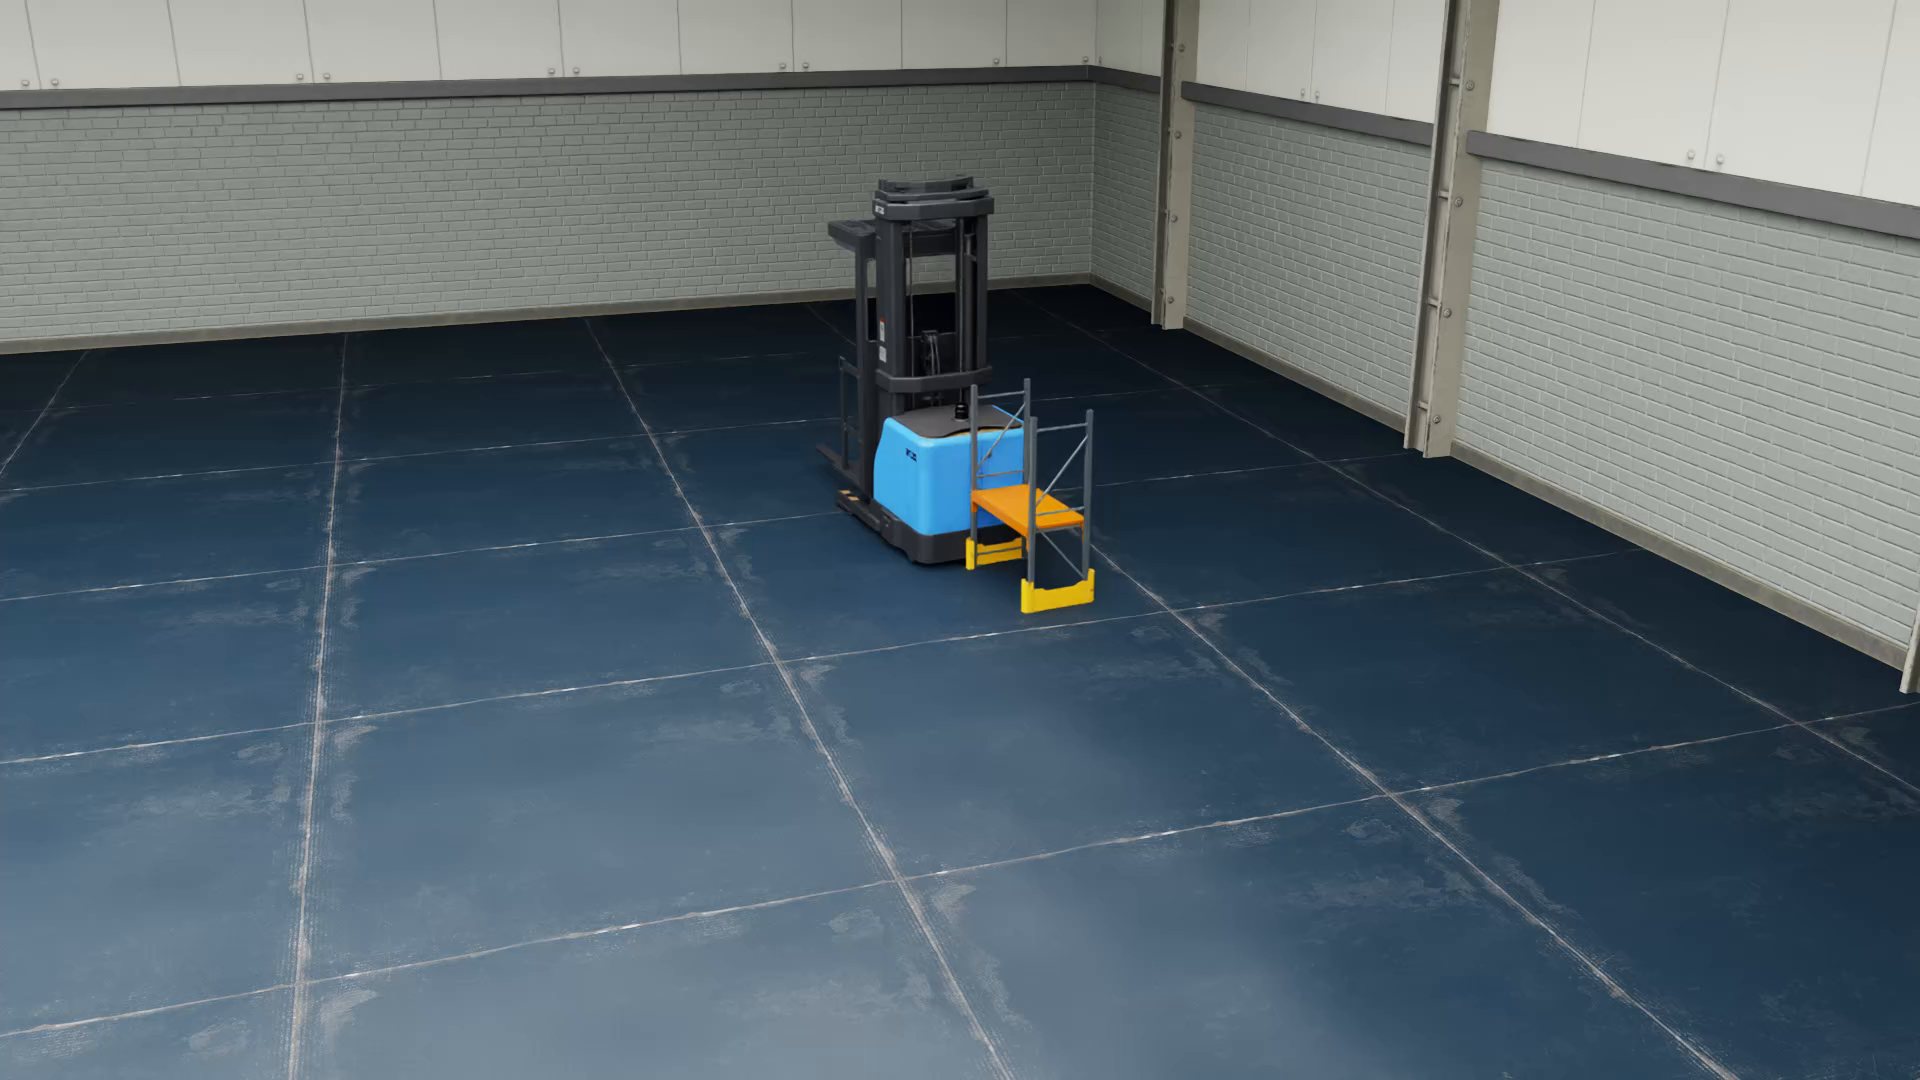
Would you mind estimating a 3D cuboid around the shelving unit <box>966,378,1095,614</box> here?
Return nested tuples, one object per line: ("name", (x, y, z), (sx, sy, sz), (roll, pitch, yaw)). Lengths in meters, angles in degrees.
("shelving unit", (0.531, -0.360, 12.701), (0.587, 1.500, 1.083), (-9, 22, -23))

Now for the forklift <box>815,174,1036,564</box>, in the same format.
("forklift", (-0.445, -1.650, 14.174), (1.130, 2.935, 3.031), (-9, 22, -23))

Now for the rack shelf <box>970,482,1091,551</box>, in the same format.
("rack shelf", (0.527, -0.194, 12.770), (0.538, 0.185, 1.000), (-9, 22, -23))

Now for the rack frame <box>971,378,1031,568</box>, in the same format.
("rack frame", (0.318, -0.520, 13.145), (0.500, 1.500, 0.032), (-9, 22, -23))

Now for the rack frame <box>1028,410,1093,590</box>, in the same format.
("rack frame", (0.737, -0.207, 12.273), (0.500, 1.500, 0.032), (-9, 22, -23))

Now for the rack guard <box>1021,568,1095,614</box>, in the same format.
("rack guard", (0.736, 0.381, 12.486), (0.587, 0.250, 0.087), (-9, 22, -23))

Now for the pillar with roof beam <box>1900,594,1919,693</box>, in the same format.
("pillar with roof beam", (2.400, -2.727, 8.196), (9.100, 9.000, 0.400), (-6, 21, -17))

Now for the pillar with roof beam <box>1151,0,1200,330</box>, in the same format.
("pillar with roof beam", (-1.372, -6.578, 18.917), (9.100, 9.000, 0.400), (-6, 21, -17))

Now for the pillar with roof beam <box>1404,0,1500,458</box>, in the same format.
("pillar with roof beam", (0.514, -4.652, 13.557), (9.100, 9.000, 0.400), (-6, 21, -17))

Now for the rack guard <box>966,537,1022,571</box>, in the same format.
("rack guard", (0.326, 0.074, 13.340), (0.587, 0.250, 0.087), (-9, 22, -23))
